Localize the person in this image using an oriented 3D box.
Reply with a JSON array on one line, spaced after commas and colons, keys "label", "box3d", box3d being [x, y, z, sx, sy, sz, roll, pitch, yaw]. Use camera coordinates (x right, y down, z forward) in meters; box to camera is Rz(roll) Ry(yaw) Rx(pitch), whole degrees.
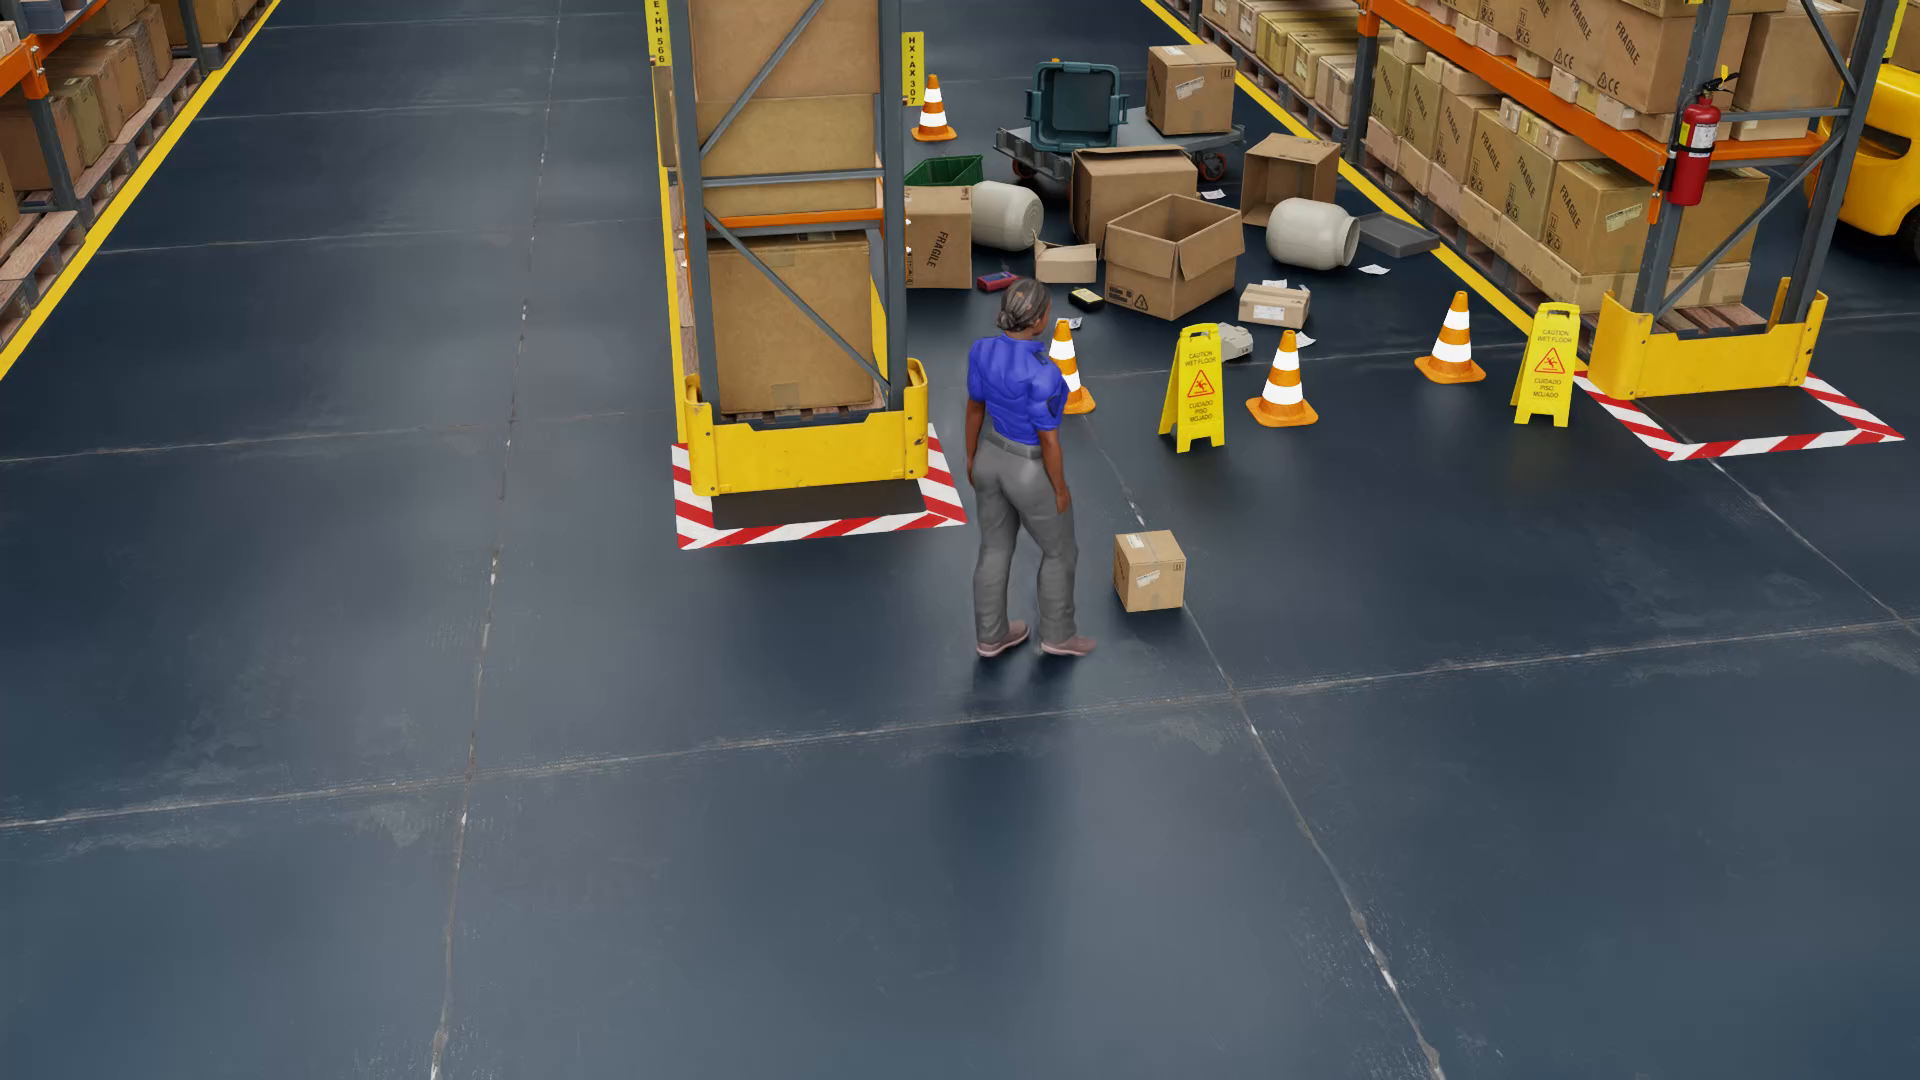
[{"label": "person", "box3d": [0.274, -0.263, 6.606, 0.499, 1.711, 0.463, 26, 39, 36]}]
